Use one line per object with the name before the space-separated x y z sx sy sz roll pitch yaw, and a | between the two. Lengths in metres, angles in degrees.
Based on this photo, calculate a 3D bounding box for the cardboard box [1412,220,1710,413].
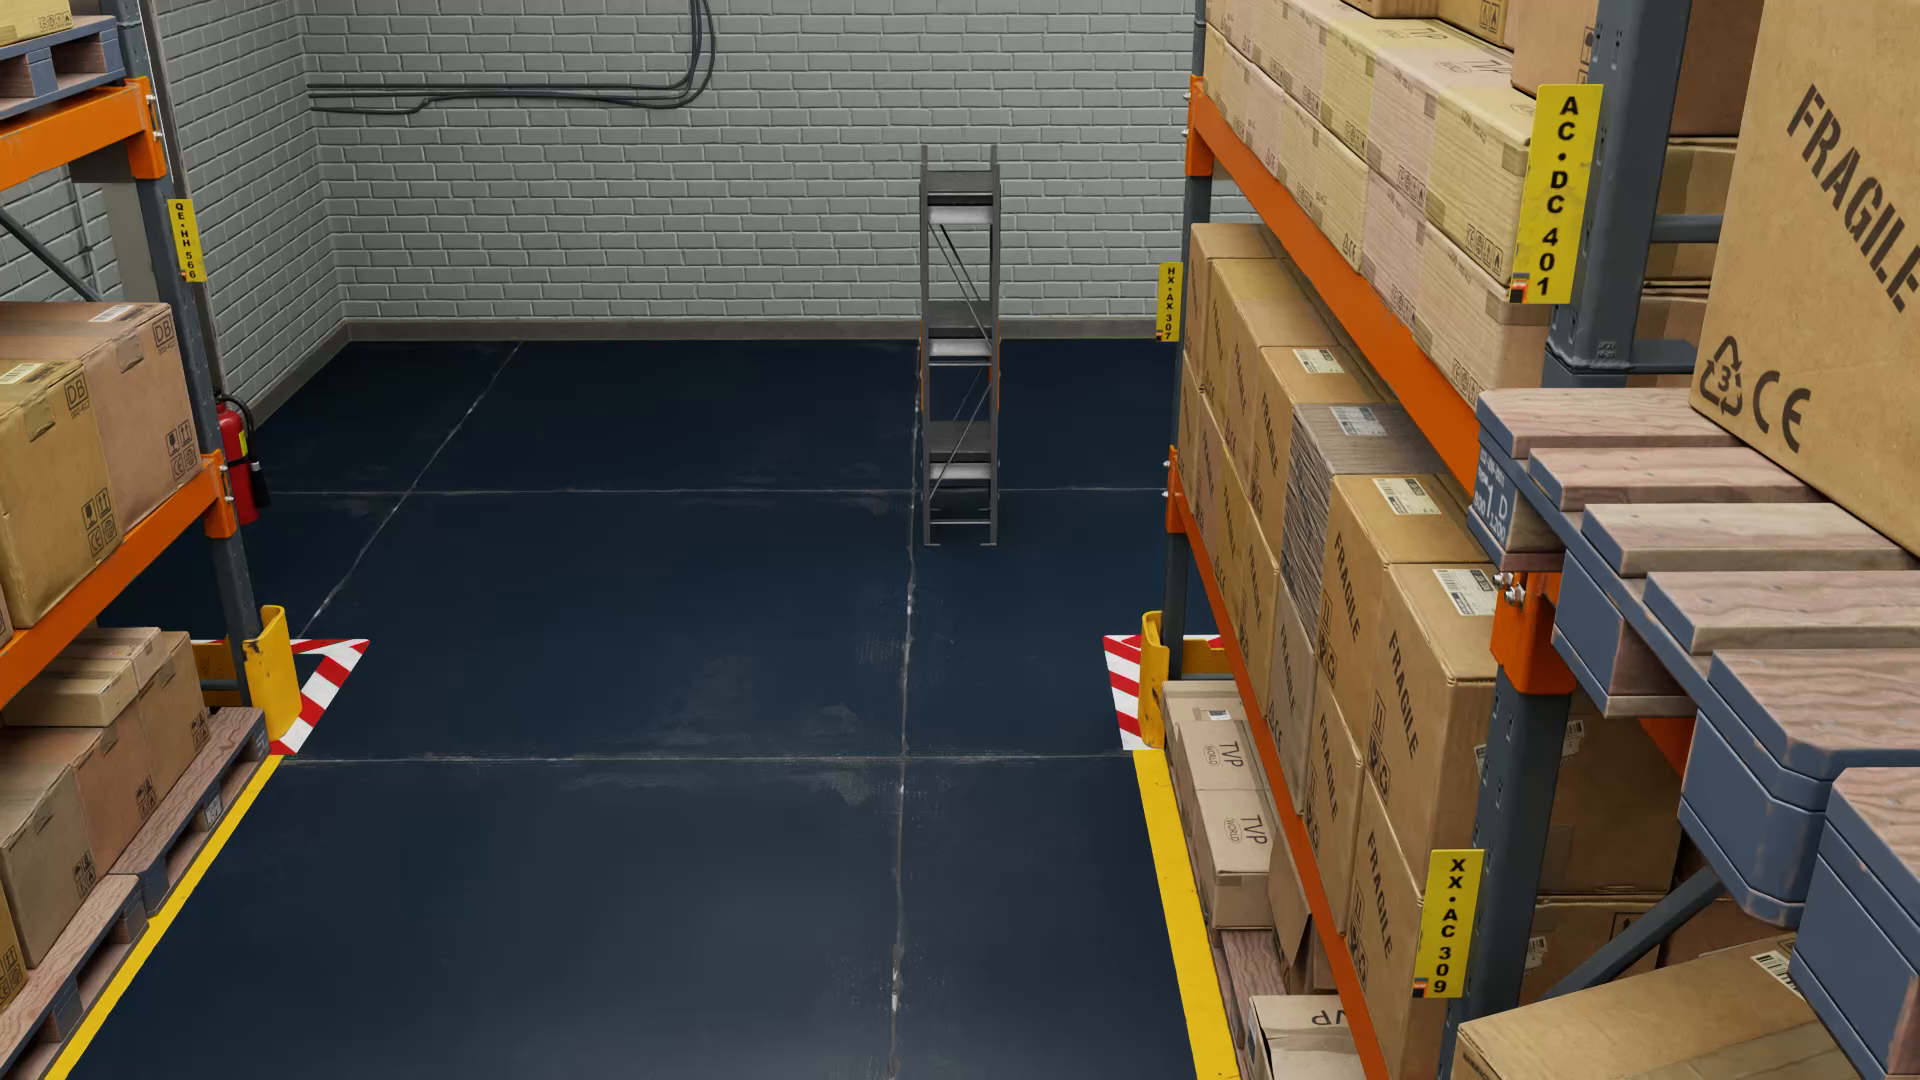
cardboard box | 1.157 -0.410 3.059 0.500 0.250 0.500 0 24 -1

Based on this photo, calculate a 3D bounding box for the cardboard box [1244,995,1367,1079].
cardboard box | 1.131 1.569 4.869 0.500 0.311 0.500 0 24 -1

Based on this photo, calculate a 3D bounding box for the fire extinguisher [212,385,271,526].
fire extinguisher | -3.108 -0.396 7.032 0.296 0.674 0.183 0 24 -1

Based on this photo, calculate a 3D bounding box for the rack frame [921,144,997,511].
rack frame | -0.004 -1.125 9.190 0.400 2.100 0.015 0 24 -1

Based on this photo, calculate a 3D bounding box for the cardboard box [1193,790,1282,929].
cardboard box | 1.118 1.129 5.917 0.500 0.250 0.500 0 24 -1

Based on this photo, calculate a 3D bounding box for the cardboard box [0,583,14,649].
cardboard box | -3.534 0.150 4.914 0.980 0.700 0.700 -1 24 -3

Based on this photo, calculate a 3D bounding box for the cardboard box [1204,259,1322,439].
cardboard box | 1.140 -0.663 5.740 0.500 0.500 0.500 0 24 0

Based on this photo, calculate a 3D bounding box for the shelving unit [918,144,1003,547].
shelving unit | -0.002 -1.025 8.968 0.431 2.100 0.503 0 24 -1

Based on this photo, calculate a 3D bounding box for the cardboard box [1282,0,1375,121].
cardboard box | 1.142 -1.256 4.323 0.500 0.250 0.500 0 24 -1

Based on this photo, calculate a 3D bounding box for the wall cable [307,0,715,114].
wall cable | -3.273 -4.188 11.358 3.097 2.526 0.112 0 24 -1

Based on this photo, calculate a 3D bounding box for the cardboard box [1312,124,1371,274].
cardboard box | 1.149 -0.822 3.970 0.500 0.250 0.500 0 24 -1

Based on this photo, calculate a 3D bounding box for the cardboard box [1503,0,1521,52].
cardboard box | 1.522 -1.187 3.261 0.700 0.500 0.500 0 24 -1

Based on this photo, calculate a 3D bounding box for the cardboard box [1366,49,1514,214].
cardboard box | 1.150 -0.844 3.412 0.500 0.250 0.500 0 24 -1

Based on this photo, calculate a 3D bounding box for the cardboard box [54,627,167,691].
cardboard box | -3.277 0.455 6.341 0.380 0.149 0.250 -1 24 -1

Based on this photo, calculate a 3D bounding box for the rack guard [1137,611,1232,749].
rack guard | 1.386 0.609 7.296 1.175 0.500 0.348 0 24 -1

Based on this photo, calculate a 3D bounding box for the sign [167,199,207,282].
sign | -3.025 -1.169 6.503 0.100 0.325 0.005 0 24 -1

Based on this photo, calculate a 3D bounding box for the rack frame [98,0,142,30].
rack frame | -3.568 -3.271 5.561 1.000 3.000 0.127 0 24 -1

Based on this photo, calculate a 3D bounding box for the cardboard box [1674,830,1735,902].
cardboard box | 1.705 0.391 3.411 0.500 0.500 0.500 0 24 1

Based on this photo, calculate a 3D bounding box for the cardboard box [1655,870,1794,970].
cardboard box | 1.696 0.831 3.652 0.500 0.500 0.500 0 24 1

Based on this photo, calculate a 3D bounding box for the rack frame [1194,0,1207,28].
rack frame | 1.385 -3.294 5.614 1.000 3.000 0.127 0 24 -1

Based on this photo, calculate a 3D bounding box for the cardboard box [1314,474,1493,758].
cardboard box | 1.156 0.168 3.904 0.500 0.500 0.500 -1 24 -2

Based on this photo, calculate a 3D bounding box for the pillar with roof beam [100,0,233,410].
pillar with roof beam | -0.158 -4.399 8.055 9.100 9.000 0.400 0 24 -1

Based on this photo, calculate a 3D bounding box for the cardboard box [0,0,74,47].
cardboard box | -3.295 -1.772 5.439 0.500 0.250 0.500 0 24 1

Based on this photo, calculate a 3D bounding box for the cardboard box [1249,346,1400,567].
cardboard box | 1.147 -0.247 4.822 0.500 0.500 0.500 0 24 -1

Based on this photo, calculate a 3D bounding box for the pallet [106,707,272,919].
pallet | -3.481 1.063 6.645 1.003 0.211 1.213 0 24 -1

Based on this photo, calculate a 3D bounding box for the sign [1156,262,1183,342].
sign | 0.843 -0.953 6.666 0.100 0.325 0.005 0 24 -1

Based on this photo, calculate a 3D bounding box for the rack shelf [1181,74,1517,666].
rack shelf | 1.407 -0.776 4.558 1.077 0.370 4.000 0 24 -1

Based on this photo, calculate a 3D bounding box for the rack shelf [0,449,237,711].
rack shelf | -3.546 0.615 5.124 1.077 0.370 4.000 0 24 -1

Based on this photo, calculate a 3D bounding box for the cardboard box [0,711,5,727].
cardboard box | -3.656 0.561 6.106 0.380 0.149 0.250 0 24 0

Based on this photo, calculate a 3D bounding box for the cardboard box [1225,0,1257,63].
cardboard box | 1.129 -1.668 5.234 0.500 0.250 0.500 0 24 -1

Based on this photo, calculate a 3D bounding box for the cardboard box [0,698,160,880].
cardboard box | -3.455 0.905 6.134 0.700 0.500 0.500 0 24 -1

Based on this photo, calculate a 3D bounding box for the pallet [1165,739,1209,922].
pallet | 1.396 1.070 6.629 1.003 0.211 1.213 0 24 -1

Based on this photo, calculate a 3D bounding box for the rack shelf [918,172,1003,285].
rack shelf | -0.002 -1.650 8.685 0.431 0.518 0.480 0 24 -1

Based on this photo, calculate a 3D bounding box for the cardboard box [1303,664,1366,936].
cardboard box | 1.160 0.625 4.108 0.500 0.500 0.500 0 24 1

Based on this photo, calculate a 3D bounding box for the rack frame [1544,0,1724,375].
rack frame | 1.429 -1.646 1.970 1.000 3.000 0.127 0 24 -1

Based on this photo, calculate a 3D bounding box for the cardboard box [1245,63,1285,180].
cardboard box | 1.136 -1.234 4.881 0.500 0.250 0.500 0 24 -1

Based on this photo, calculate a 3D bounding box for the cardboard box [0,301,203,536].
cardboard box | -3.553 -0.464 6.271 0.980 0.700 0.700 1 24 2

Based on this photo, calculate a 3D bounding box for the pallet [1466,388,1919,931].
pallet | 1.366 0.075 2.032 1.213 0.211 1.003 0 24 -1

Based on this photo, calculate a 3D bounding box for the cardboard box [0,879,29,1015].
cardboard box | -3.436 1.332 5.190 0.700 0.500 0.500 0 24 1

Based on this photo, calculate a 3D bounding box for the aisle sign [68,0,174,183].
aisle sign | -3.269 -1.753 6.330 0.394 0.787 0.004 0 24 -1

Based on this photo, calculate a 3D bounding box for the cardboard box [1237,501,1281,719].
cardboard box | 1.144 0.203 5.040 0.500 0.500 0.500 0 24 0

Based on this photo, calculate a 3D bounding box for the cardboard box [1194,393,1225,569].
cardboard box | 1.137 -0.210 5.953 0.500 0.500 0.500 0 24 -1

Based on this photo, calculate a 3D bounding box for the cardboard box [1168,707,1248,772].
cardboard box | 1.049 0.807 6.731 0.380 0.166 0.250 0 24 -1

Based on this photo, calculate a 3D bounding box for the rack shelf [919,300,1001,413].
rack shelf | -0.002 -1.012 8.974 0.431 0.518 0.480 0 24 -1

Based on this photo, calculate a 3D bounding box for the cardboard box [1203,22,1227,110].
cardboard box | 1.136 -1.646 5.792 0.500 0.250 0.500 0 24 -1

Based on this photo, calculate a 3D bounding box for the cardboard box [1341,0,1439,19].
cardboard box | 1.352 -1.599 4.170 0.700 0.500 0.500 0 24 -1
